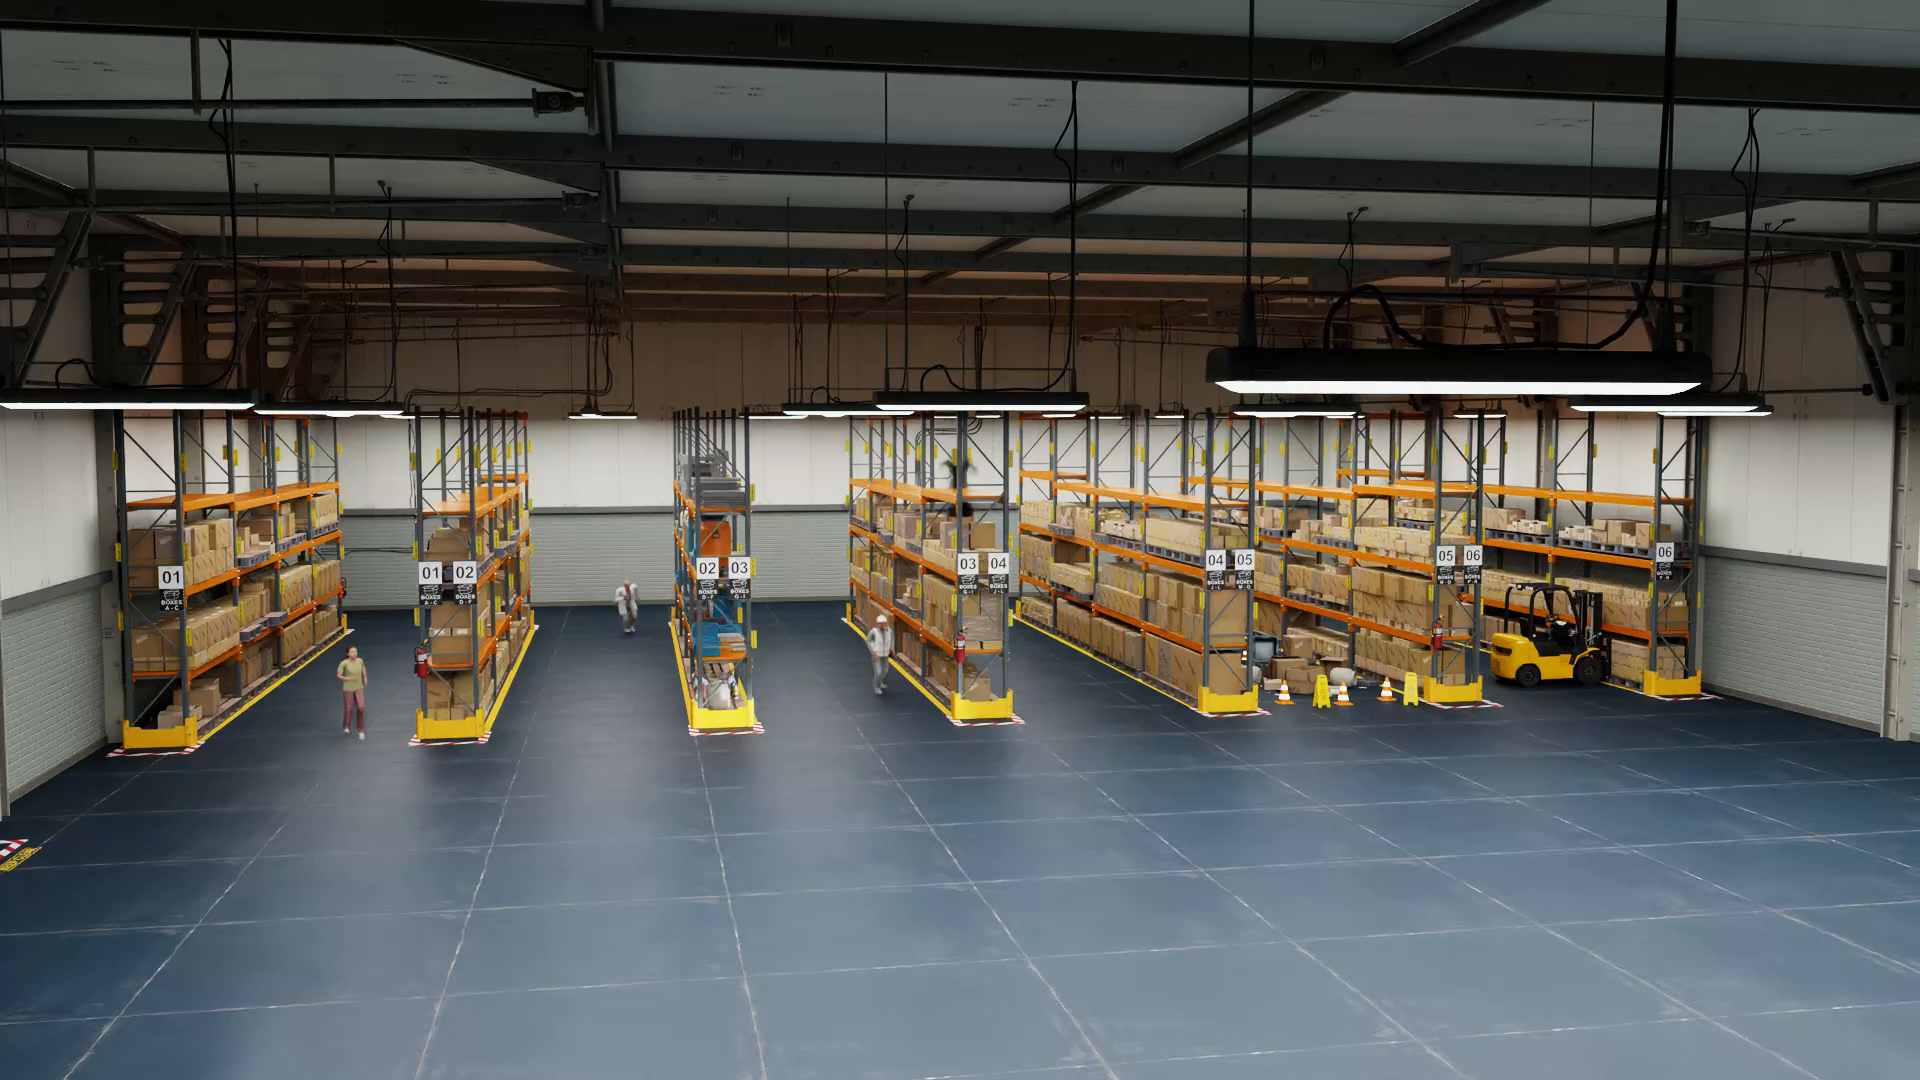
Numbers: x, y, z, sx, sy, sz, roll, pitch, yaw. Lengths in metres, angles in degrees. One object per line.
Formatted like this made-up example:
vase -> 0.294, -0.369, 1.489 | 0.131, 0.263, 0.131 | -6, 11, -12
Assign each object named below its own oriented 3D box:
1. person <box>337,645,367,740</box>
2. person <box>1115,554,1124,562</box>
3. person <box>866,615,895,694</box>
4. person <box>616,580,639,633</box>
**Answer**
person -> -11.006, 2.765, 30.116 | 0.571, 1.740, 0.734 | -3, 5, -36
person -> 4.877, 1.251, 50.918 | 0.875, 1.800, 0.646 | -2, 4, -24
person -> -1.693, 2.391, 35.054 | 0.678, 1.689, 0.846 | -2, 5, -31
person -> -8.945, 1.786, 44.794 | 0.728, 1.502, 1.040 | -2, 5, -26
